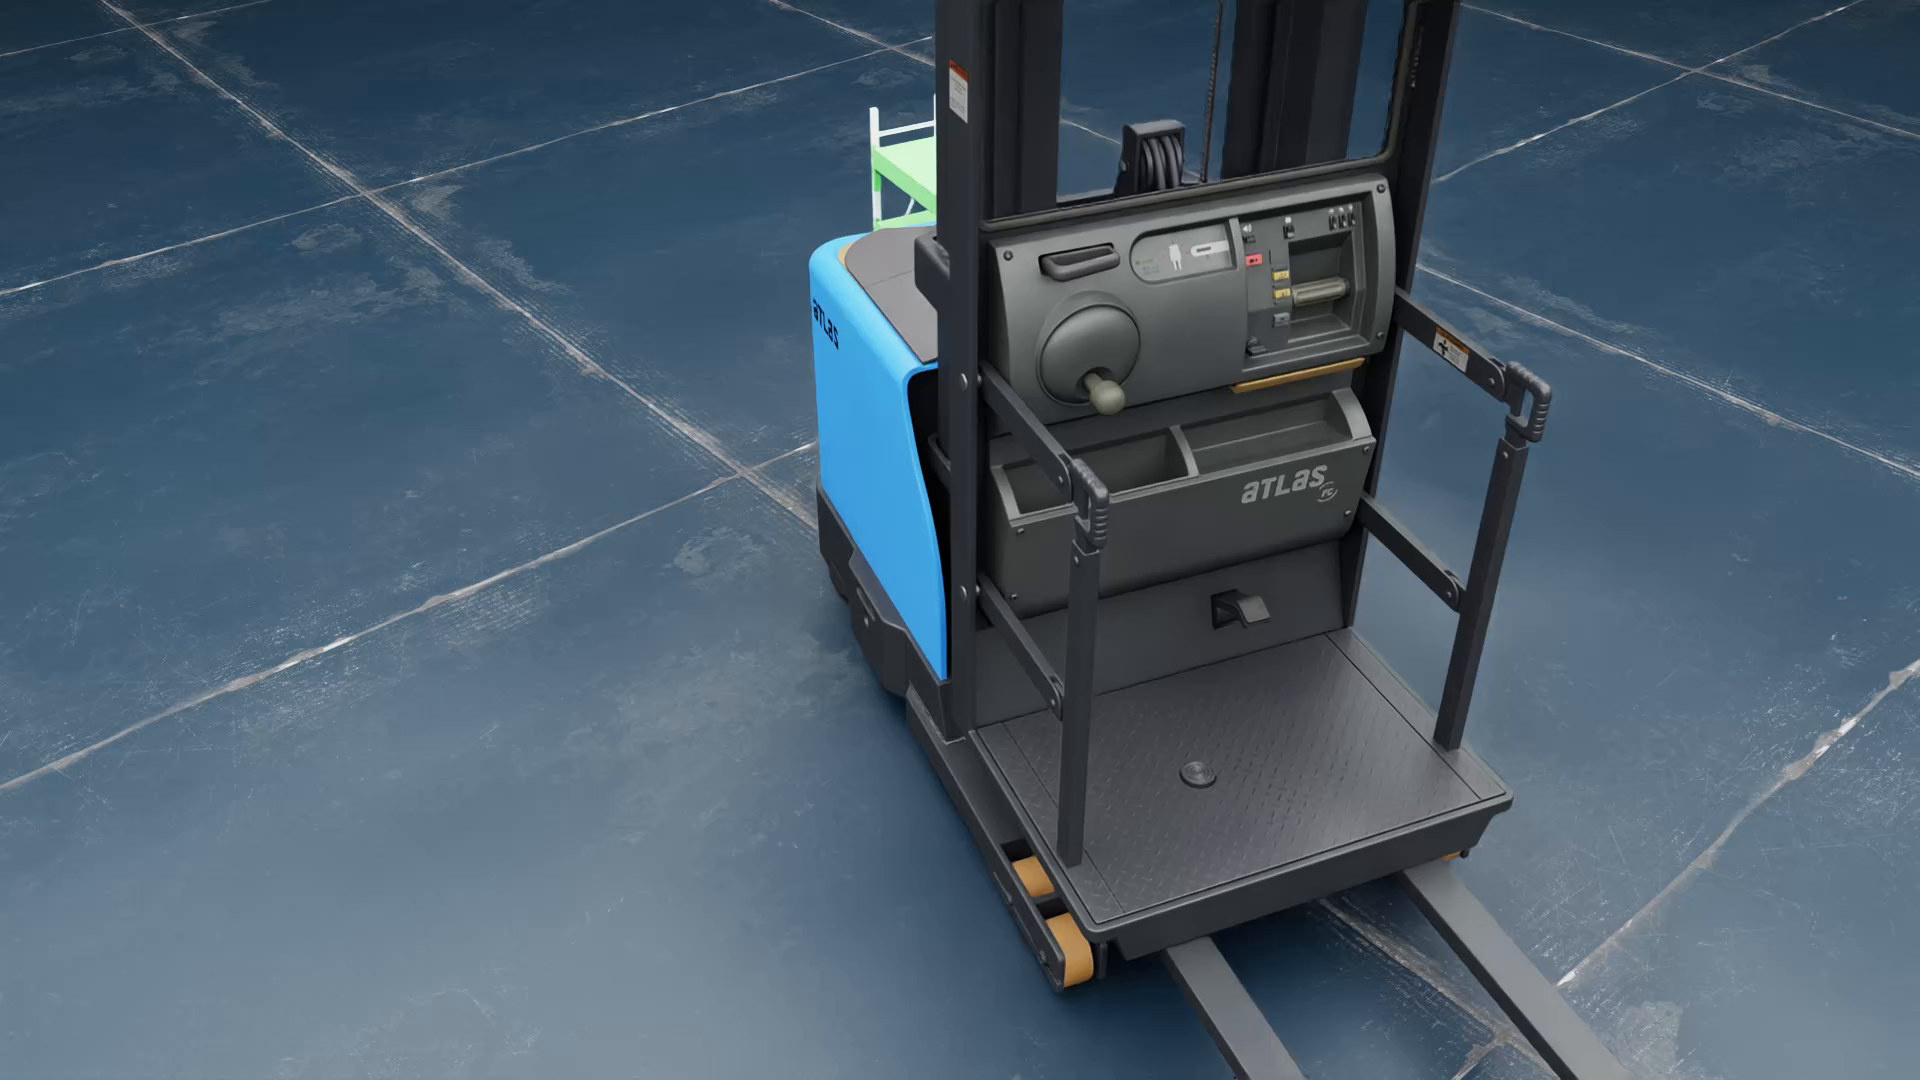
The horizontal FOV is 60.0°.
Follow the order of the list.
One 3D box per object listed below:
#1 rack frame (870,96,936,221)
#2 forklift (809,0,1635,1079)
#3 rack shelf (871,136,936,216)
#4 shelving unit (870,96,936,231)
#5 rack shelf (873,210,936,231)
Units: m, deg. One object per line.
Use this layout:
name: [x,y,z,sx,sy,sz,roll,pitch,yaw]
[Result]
rack frame: [-0.163,-0.840,5.398,0.240,1.200,0.015,-18,39,-23]
forklift: [0.596,-0.455,3.356,1.130,2.935,3.031,-13,37,-18]
rack shelf: [-0.045,-1.056,4.984,0.258,0.148,0.480,-18,39,-23]
shelving unit: [-0.045,-0.717,5.224,0.258,1.200,0.503,-18,39,-23]
rack shelf: [-0.045,-0.861,5.122,0.258,0.148,0.480,-18,39,-23]
